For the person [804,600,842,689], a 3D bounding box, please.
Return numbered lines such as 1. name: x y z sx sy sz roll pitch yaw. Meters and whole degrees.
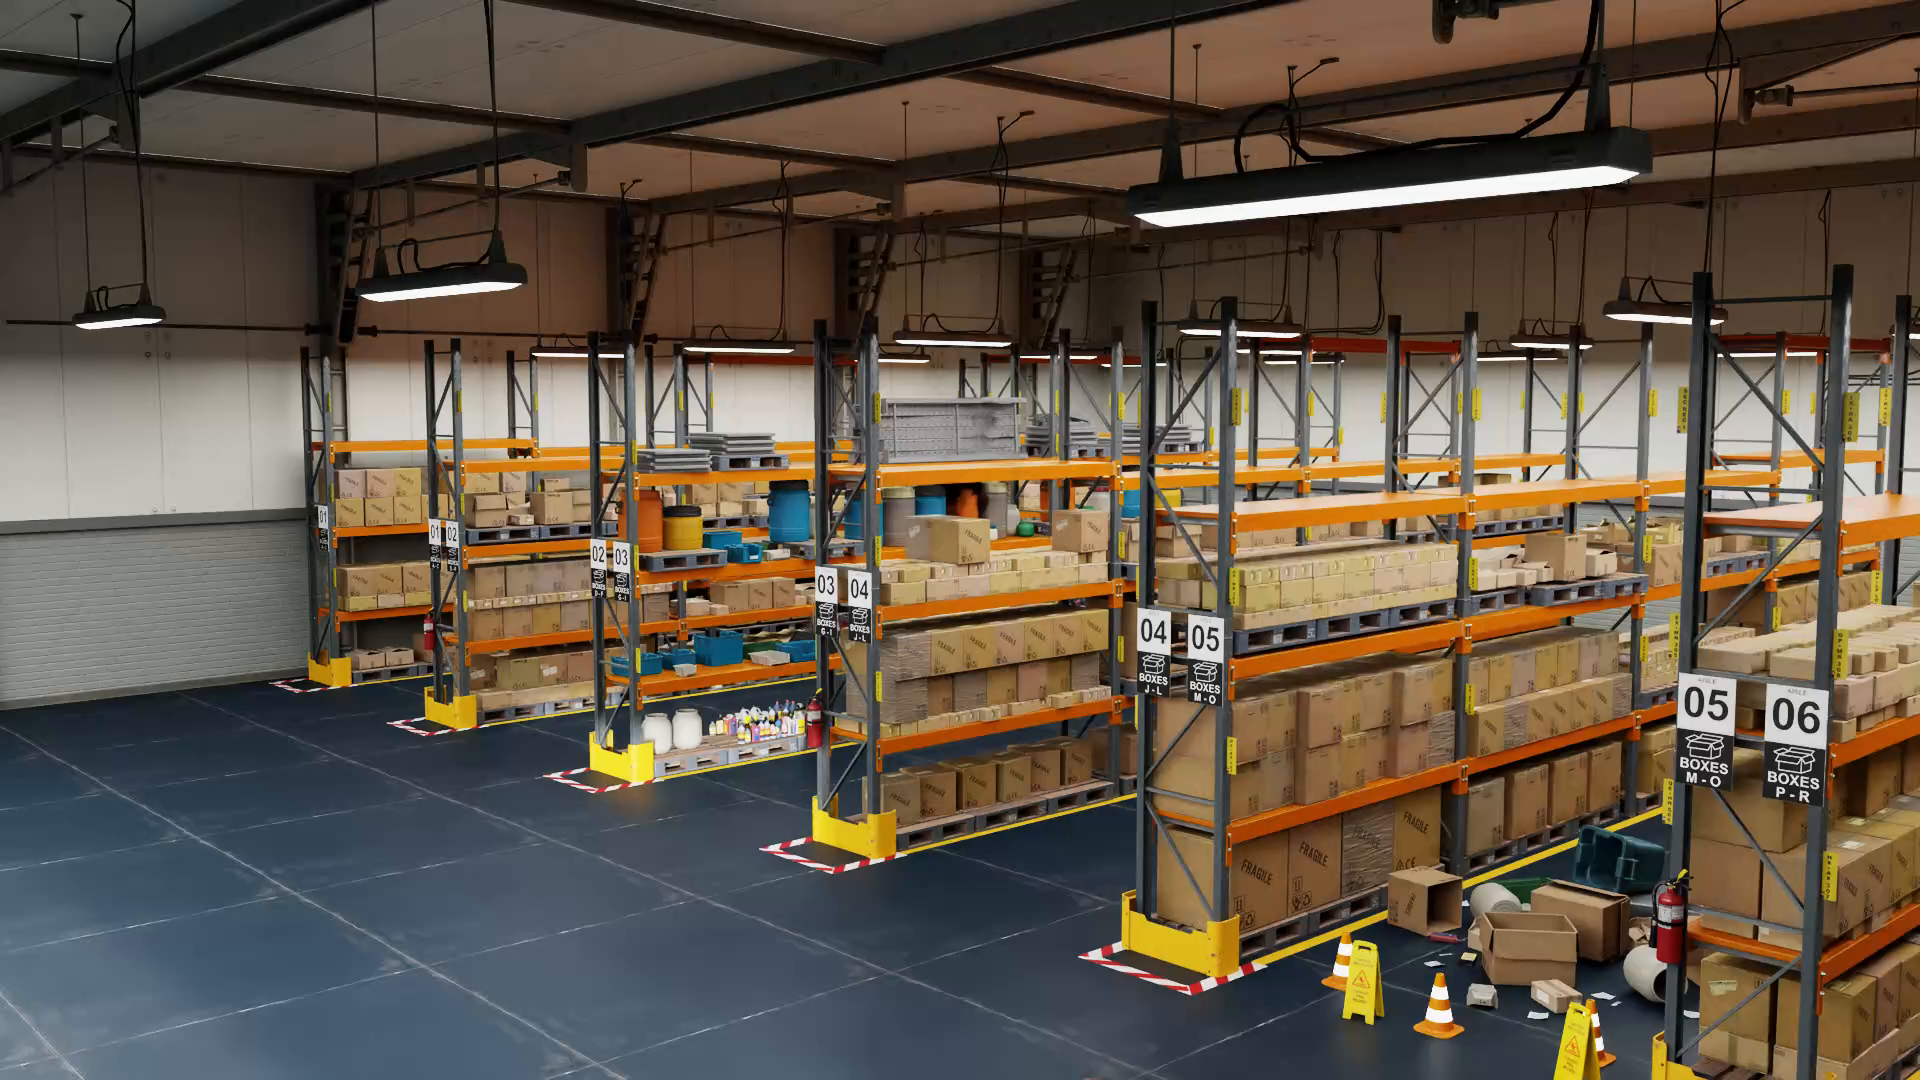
1. person: -2.194 1.588 27.564 0.668 1.740 0.639 4 7 40
